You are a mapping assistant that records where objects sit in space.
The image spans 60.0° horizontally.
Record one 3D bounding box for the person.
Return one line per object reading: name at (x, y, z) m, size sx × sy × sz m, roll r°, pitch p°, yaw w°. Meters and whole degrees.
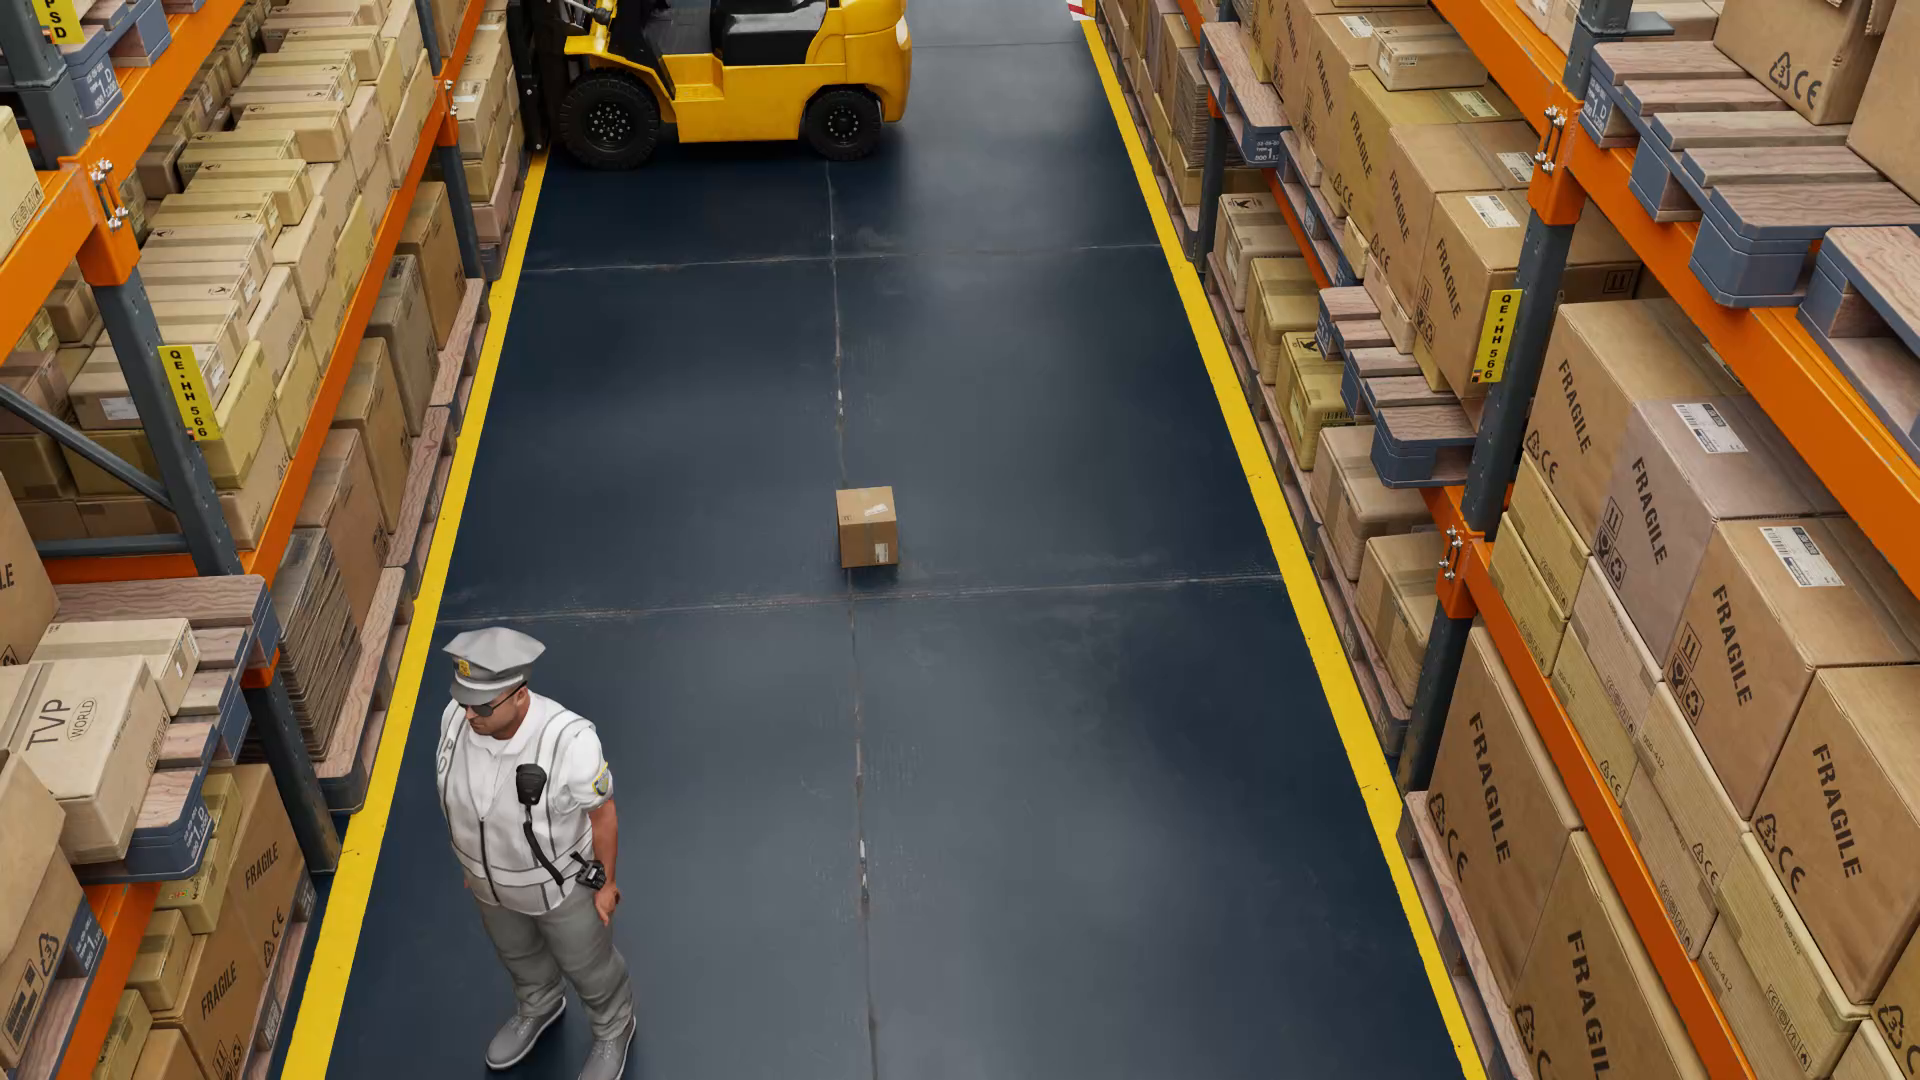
person at (-1.262, 0.966, 4.934) m, size 0.527 × 1.773 × 0.395 m, roll 13°, pitch 41°, yaw 15°
